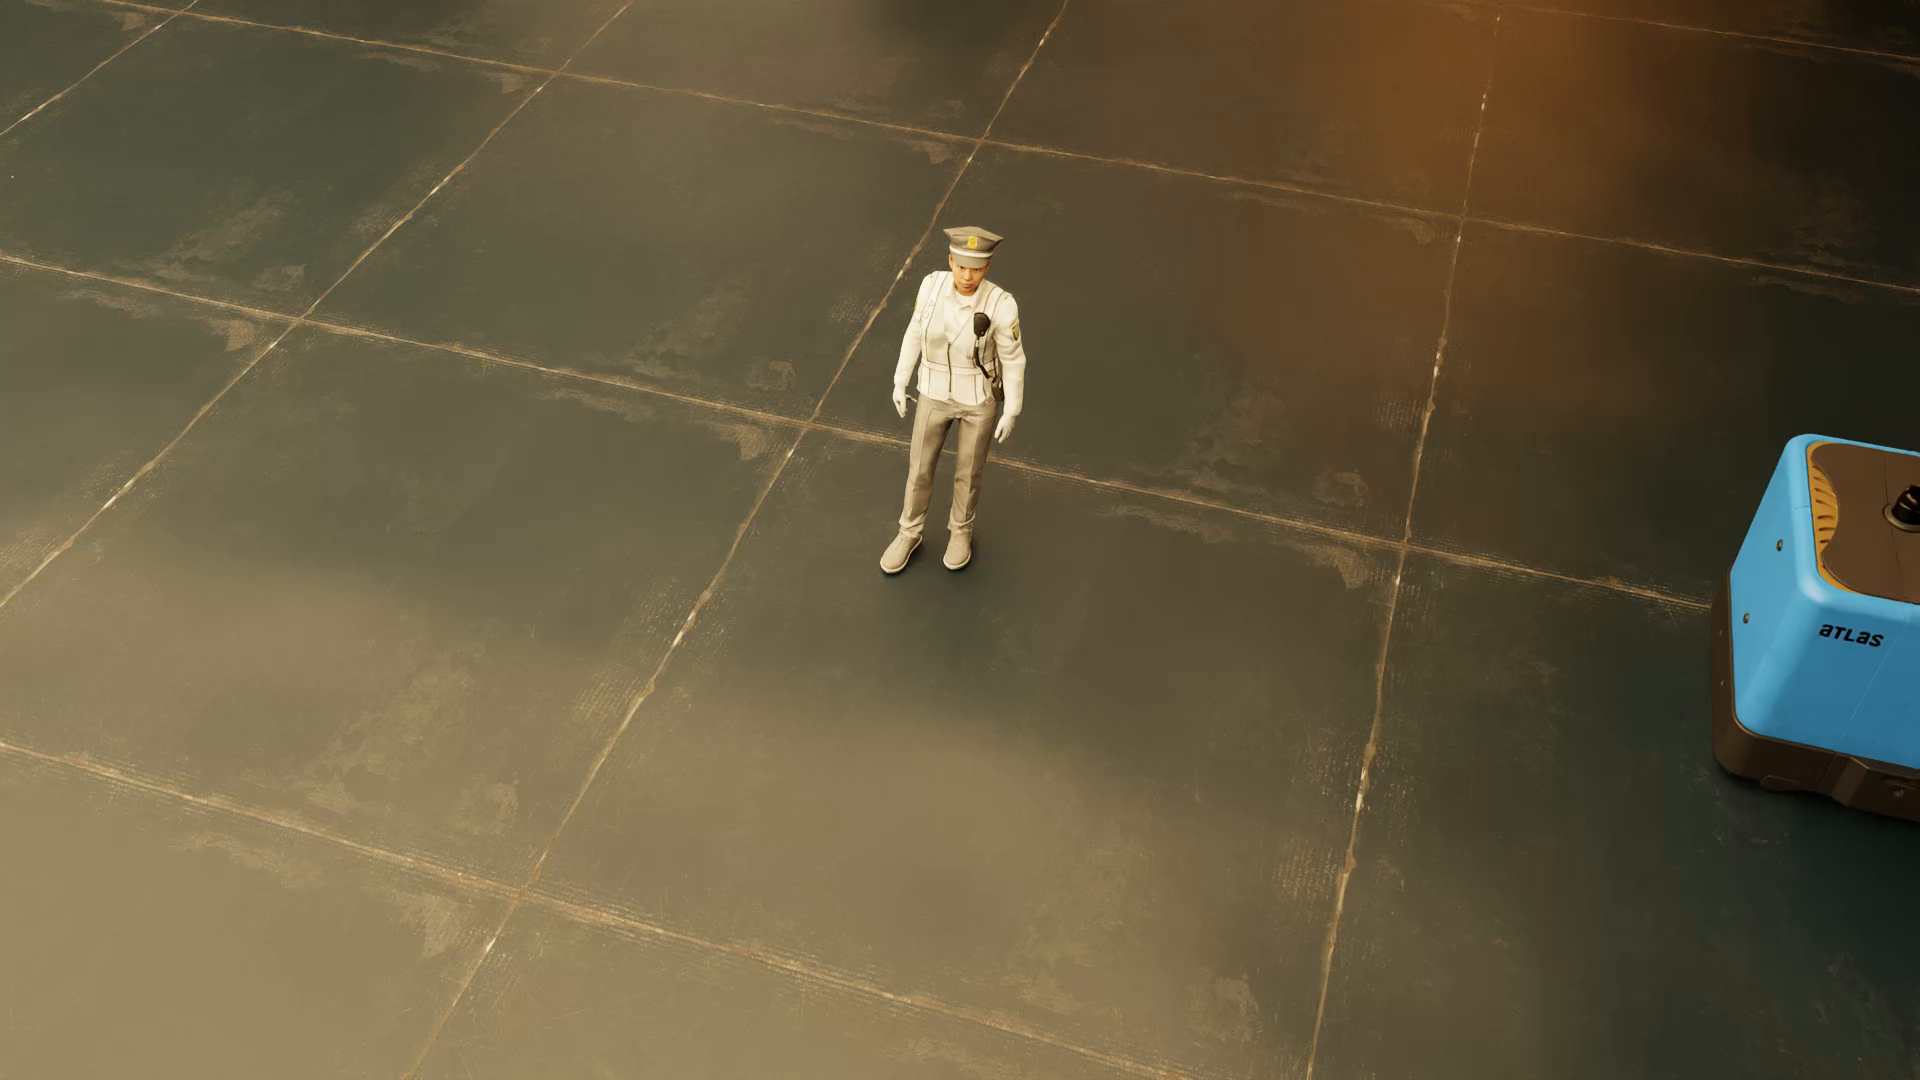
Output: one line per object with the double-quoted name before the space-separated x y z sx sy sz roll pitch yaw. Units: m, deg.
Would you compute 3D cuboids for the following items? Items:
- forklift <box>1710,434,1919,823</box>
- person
"forklift" 4.656 -0.122 5.820 3.031 2.935 1.130 12 44 13
"person" -0.027 -0.583 7.212 0.588 1.695 0.531 12 44 13
